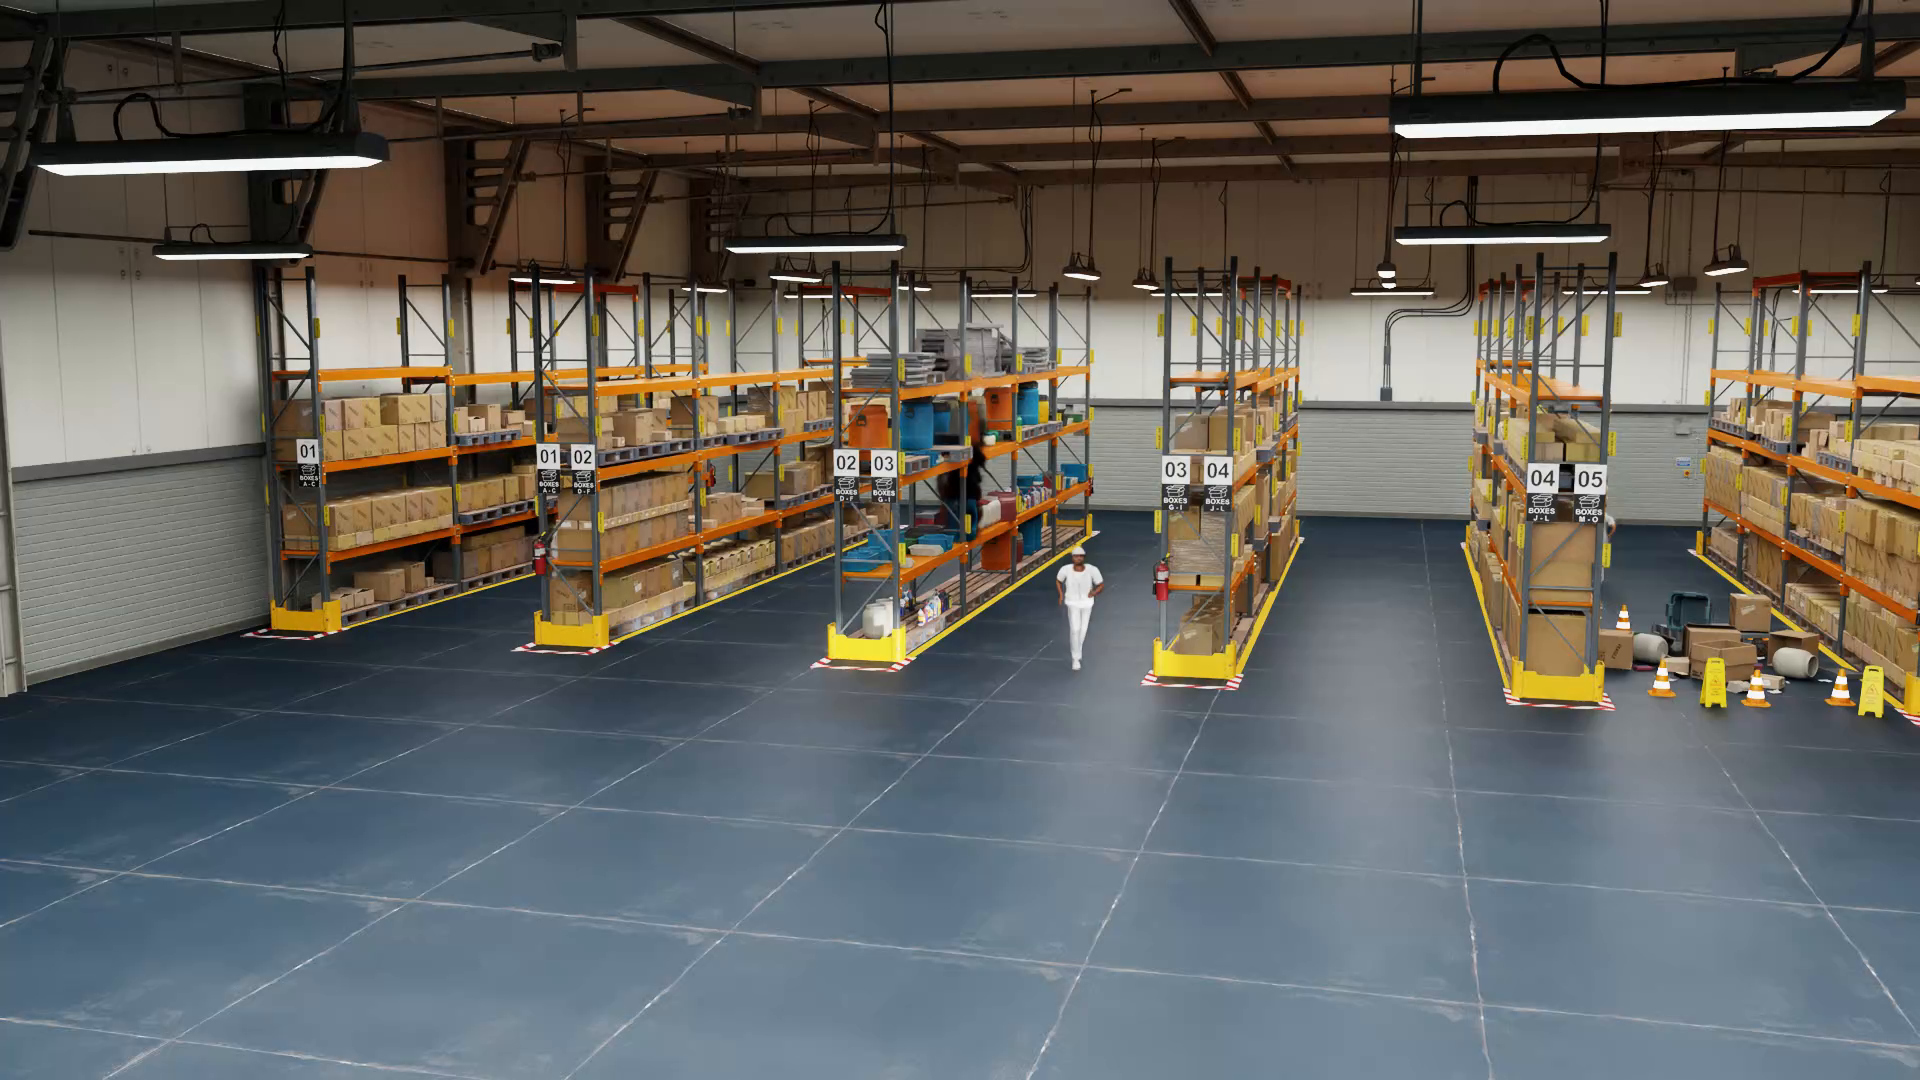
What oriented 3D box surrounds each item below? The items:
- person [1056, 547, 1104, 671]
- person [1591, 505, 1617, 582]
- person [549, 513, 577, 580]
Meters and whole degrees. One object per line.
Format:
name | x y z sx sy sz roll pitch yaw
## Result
person | 1.788 0.989 24.770 0.690 1.814 0.832 0 7 -4
person | 12.521 0.065 32.570 0.567 1.667 0.867 1 7 10
person | -7.165 0.307 29.909 0.560 1.785 0.904 2 7 13
